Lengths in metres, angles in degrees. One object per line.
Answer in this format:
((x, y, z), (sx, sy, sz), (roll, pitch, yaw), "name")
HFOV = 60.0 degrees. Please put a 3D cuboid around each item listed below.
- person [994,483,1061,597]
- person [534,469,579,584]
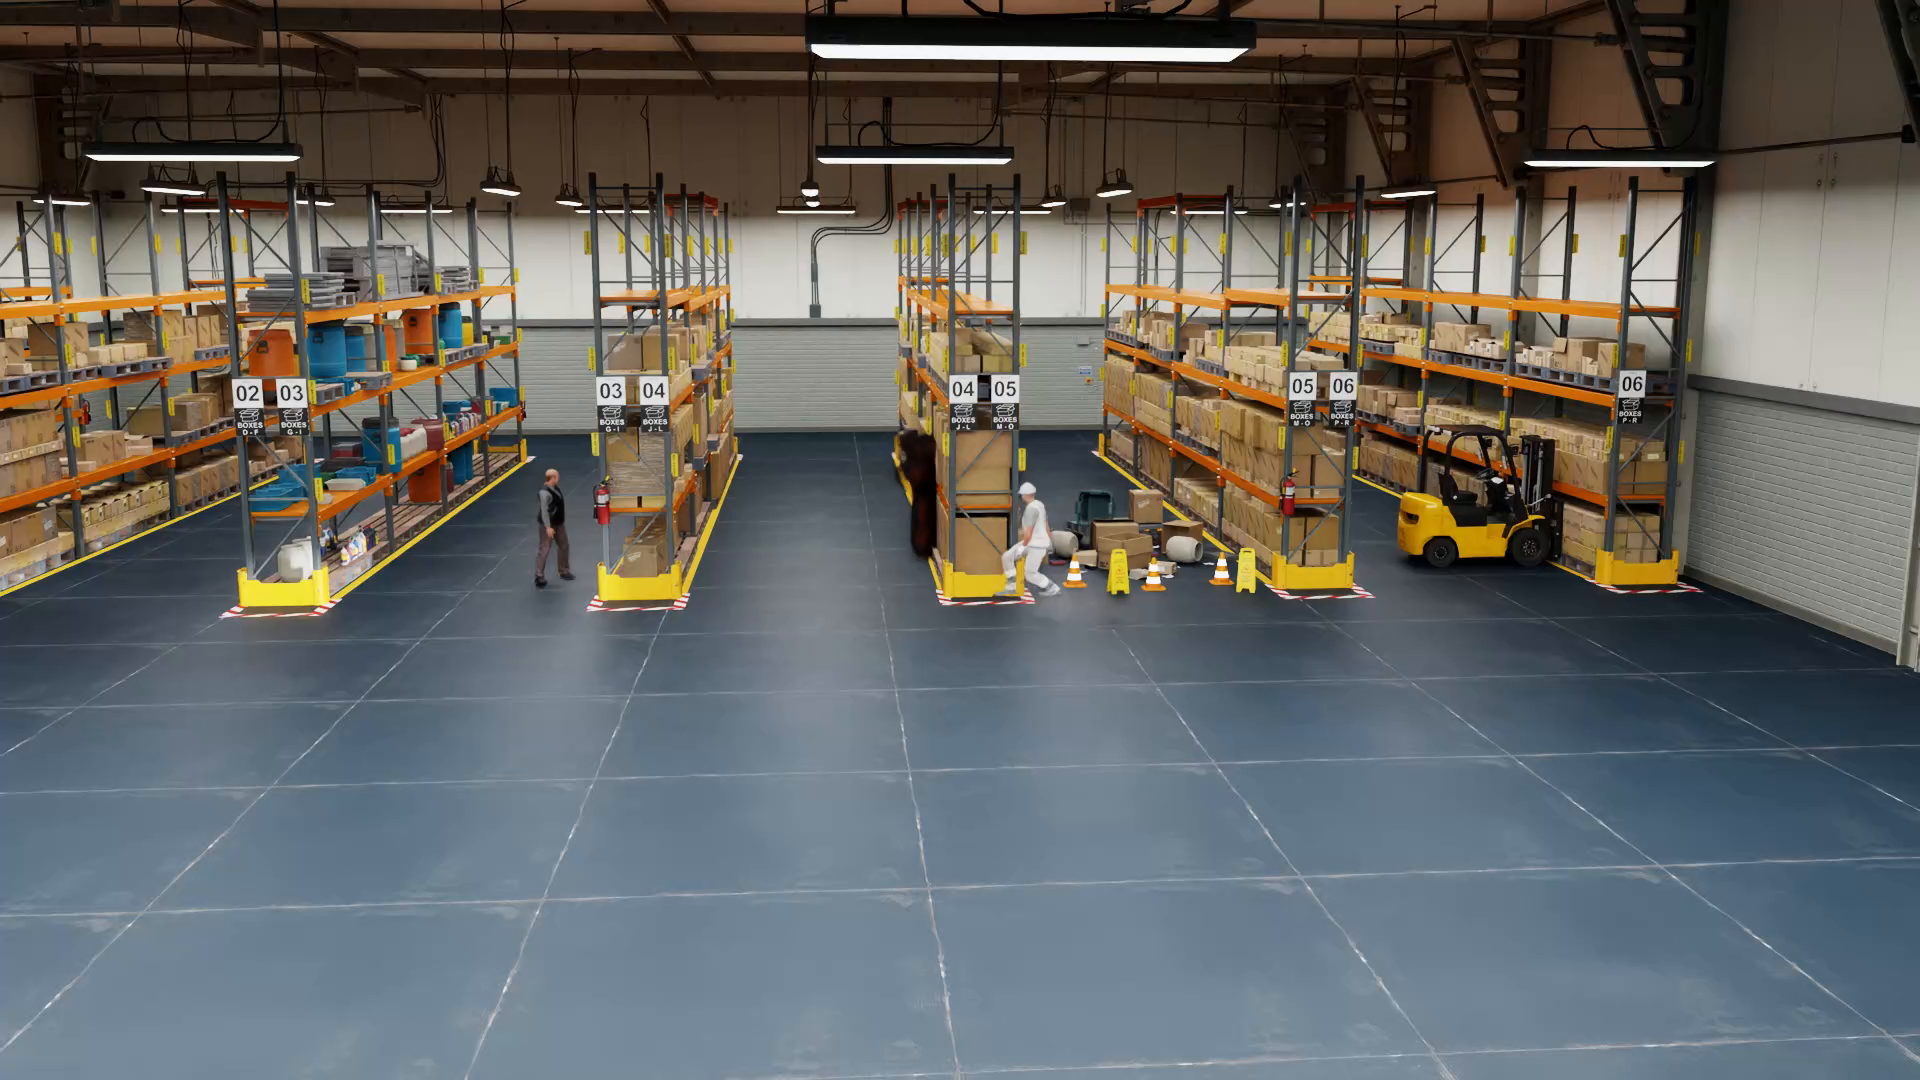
((0.944, 0.008, 22.572), (0.875, 1.572, 0.526), (-2, 10, -13), "person")
((-6.119, -0.195, 24.959), (0.491, 1.763, 0.647), (4, 11, 19), "person")
